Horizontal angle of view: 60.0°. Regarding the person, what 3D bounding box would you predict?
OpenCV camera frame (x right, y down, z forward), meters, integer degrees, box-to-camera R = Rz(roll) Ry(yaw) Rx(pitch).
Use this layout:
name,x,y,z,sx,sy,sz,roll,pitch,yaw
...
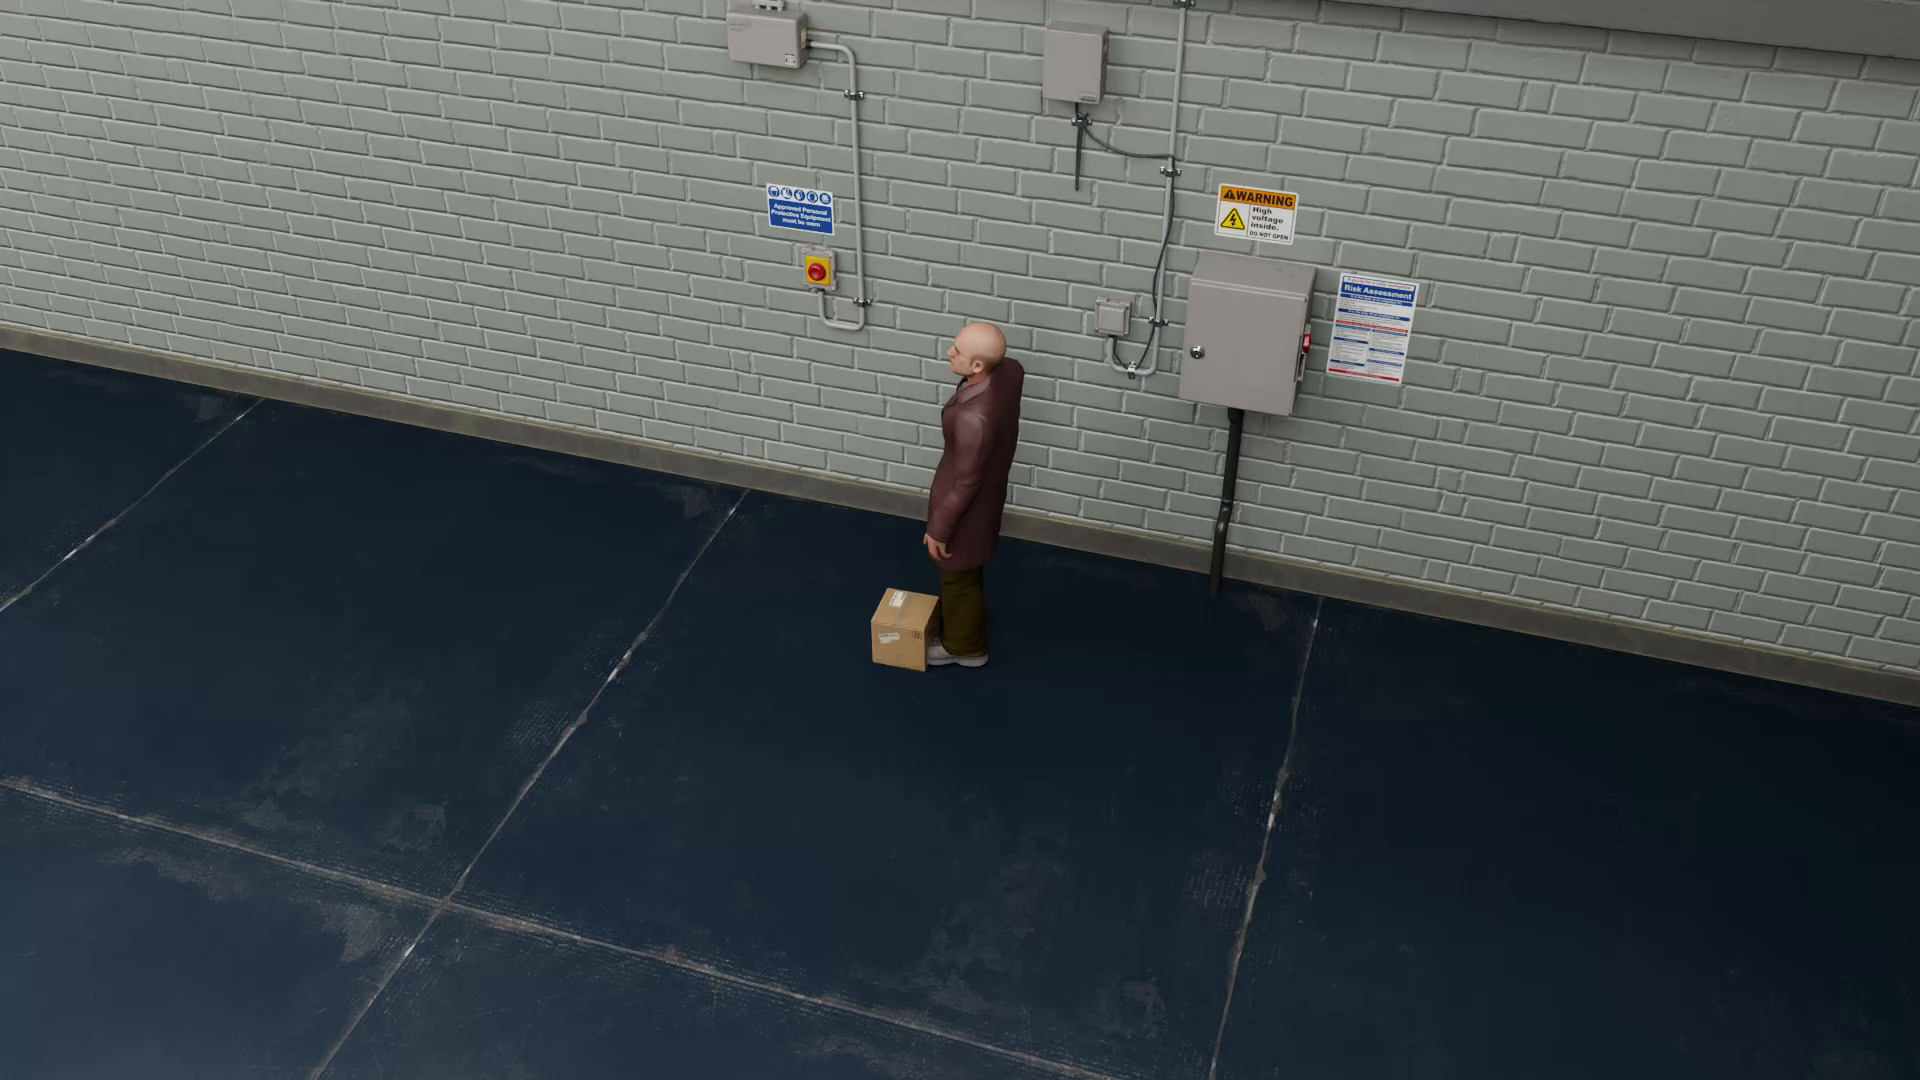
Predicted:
name,x,y,z,sx,sy,sz,roll,pitch,yaw
person,-0.057,-0.188,7.143,0.579,1.779,0.698,11,38,14
